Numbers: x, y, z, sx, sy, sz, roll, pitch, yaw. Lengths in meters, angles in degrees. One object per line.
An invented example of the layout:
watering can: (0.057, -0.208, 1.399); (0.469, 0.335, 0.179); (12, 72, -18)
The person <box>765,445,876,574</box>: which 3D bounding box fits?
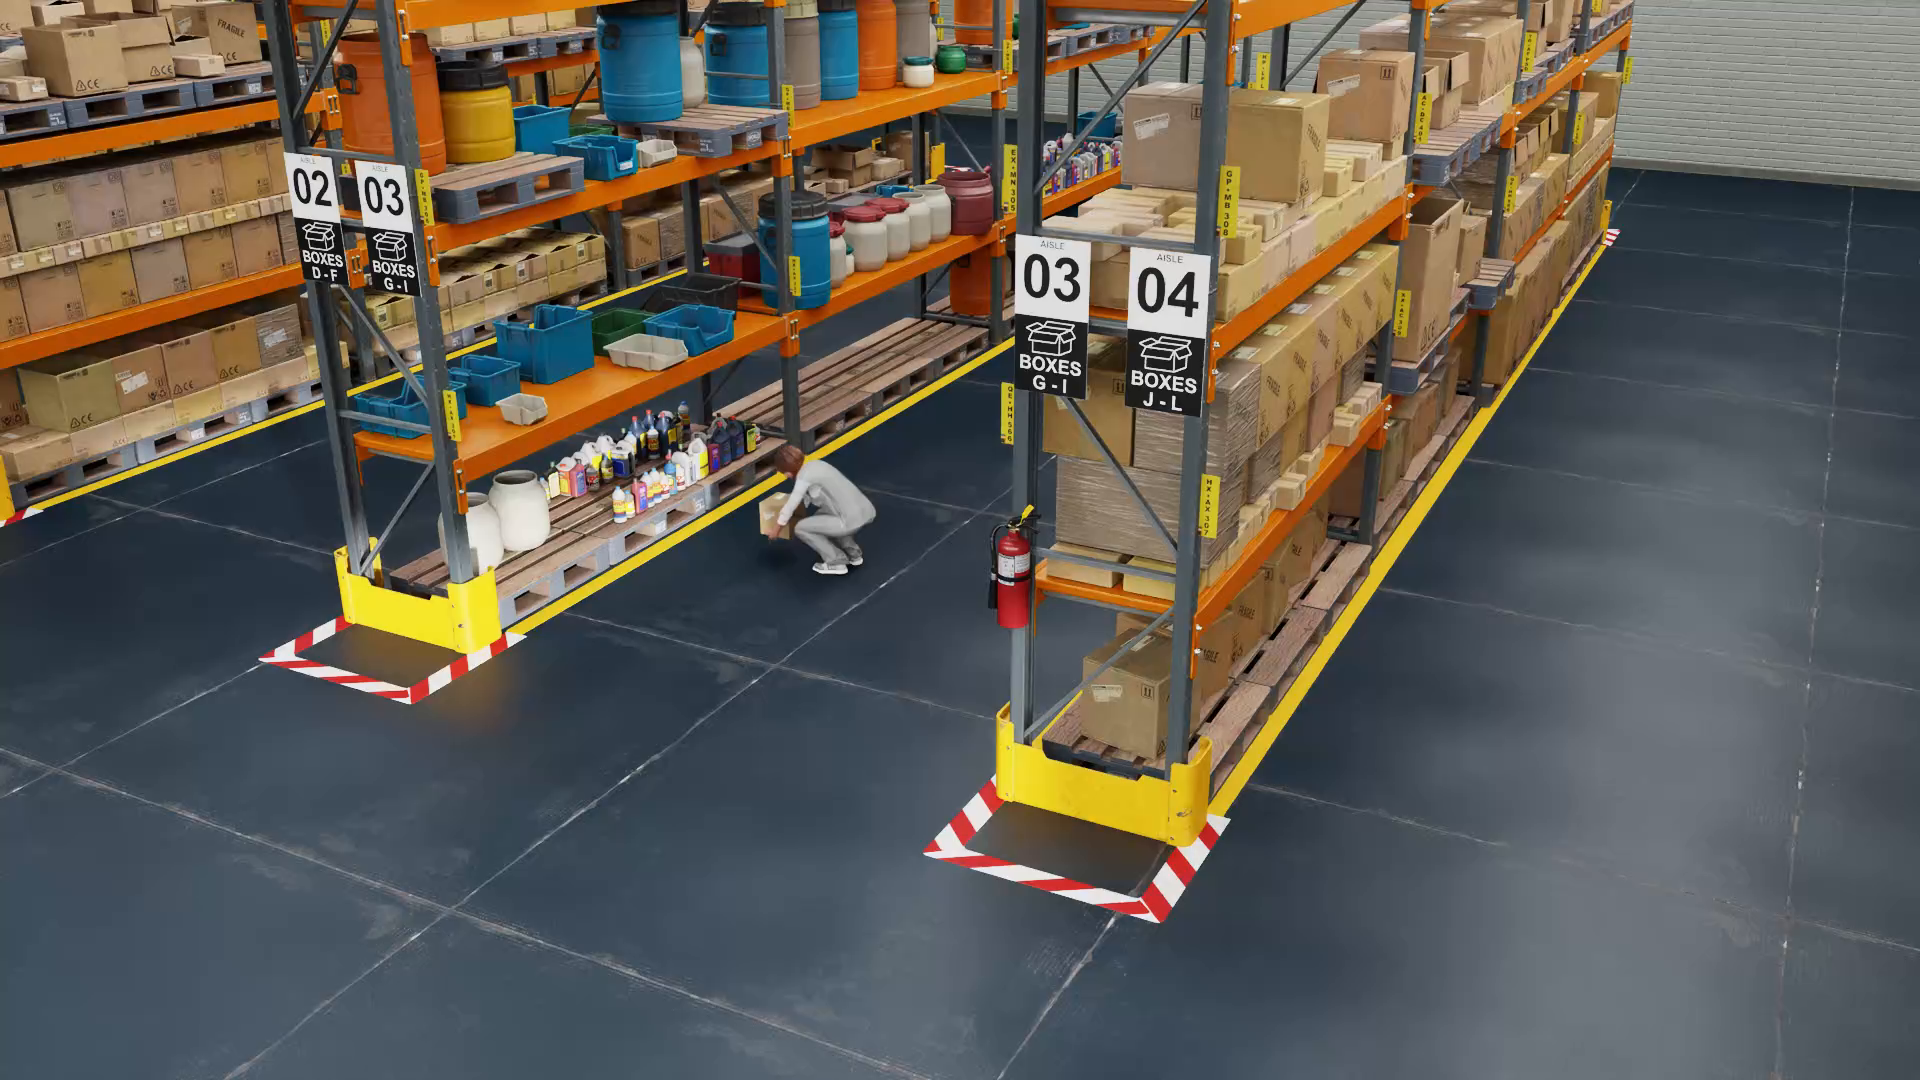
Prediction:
person: (-1.018, -0.227, 12.169); (0.825, 0.894, 0.425); (11, 25, 24)
